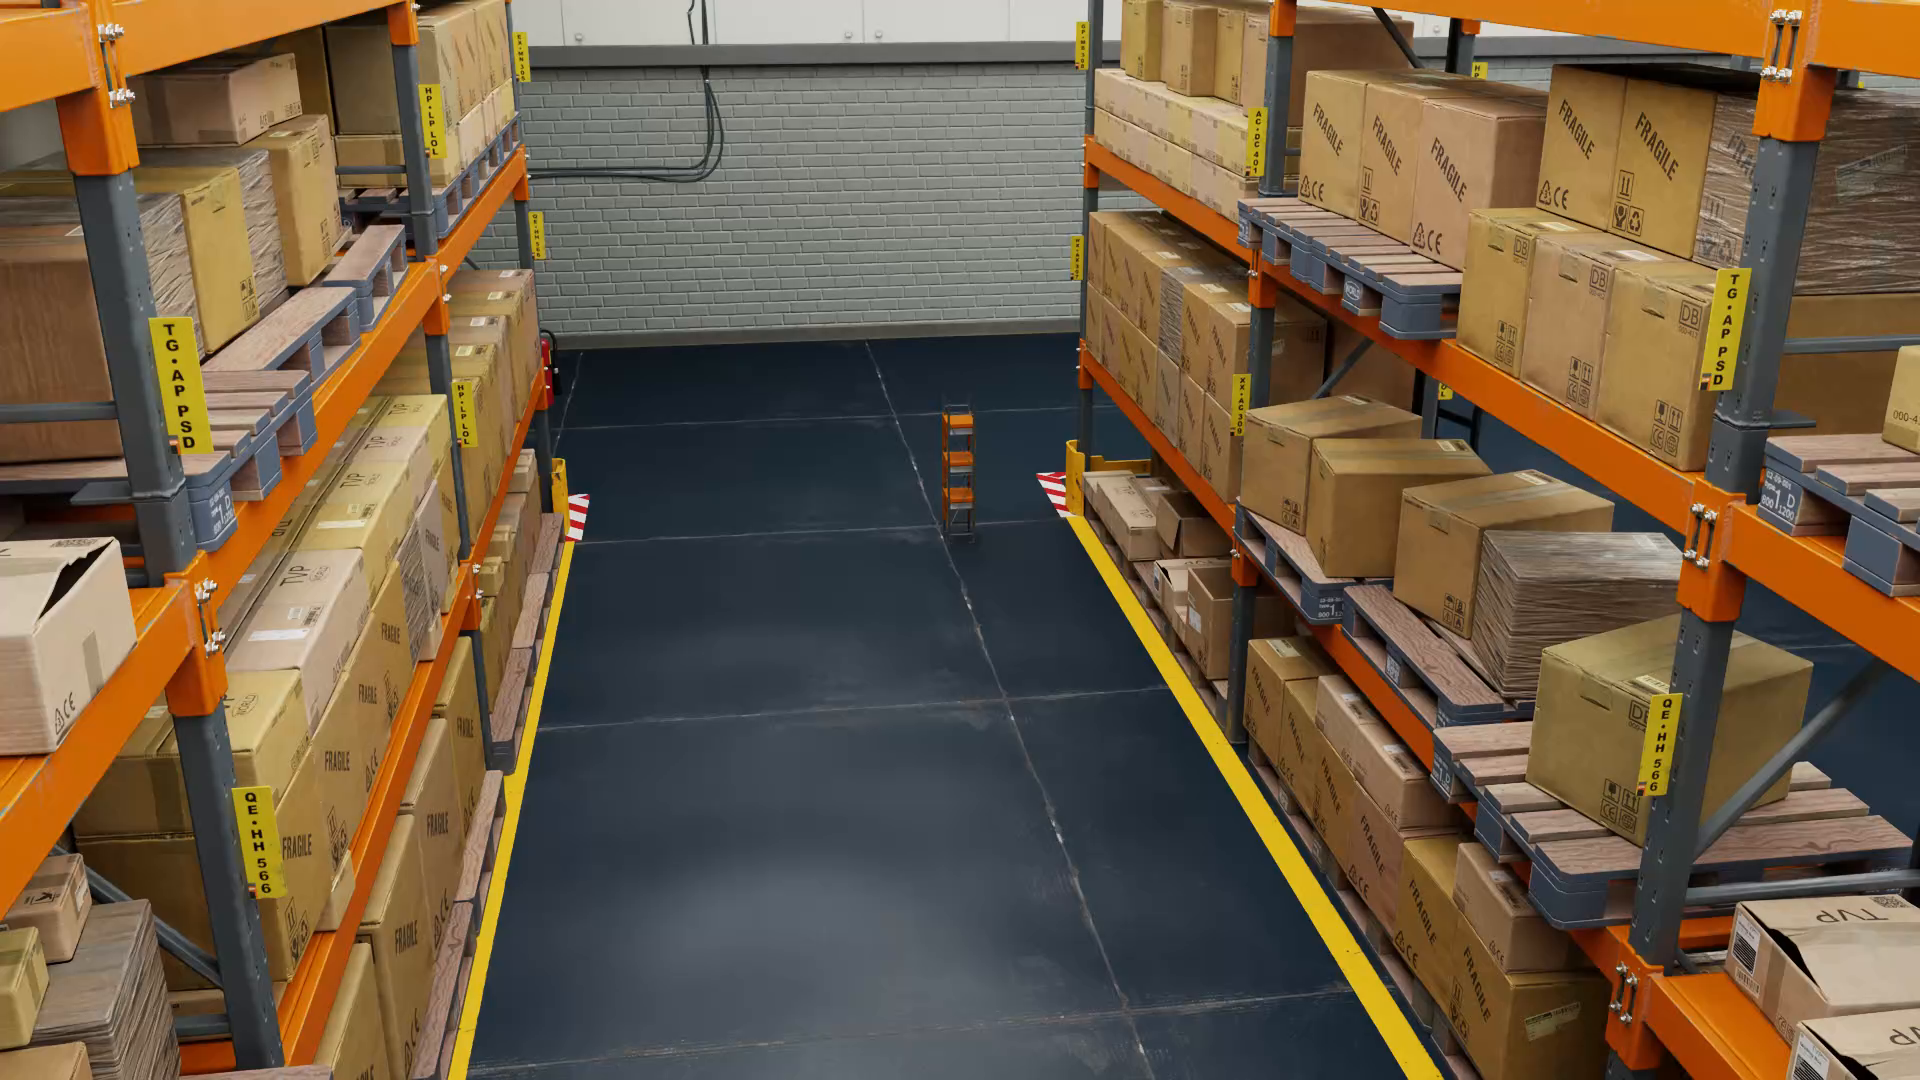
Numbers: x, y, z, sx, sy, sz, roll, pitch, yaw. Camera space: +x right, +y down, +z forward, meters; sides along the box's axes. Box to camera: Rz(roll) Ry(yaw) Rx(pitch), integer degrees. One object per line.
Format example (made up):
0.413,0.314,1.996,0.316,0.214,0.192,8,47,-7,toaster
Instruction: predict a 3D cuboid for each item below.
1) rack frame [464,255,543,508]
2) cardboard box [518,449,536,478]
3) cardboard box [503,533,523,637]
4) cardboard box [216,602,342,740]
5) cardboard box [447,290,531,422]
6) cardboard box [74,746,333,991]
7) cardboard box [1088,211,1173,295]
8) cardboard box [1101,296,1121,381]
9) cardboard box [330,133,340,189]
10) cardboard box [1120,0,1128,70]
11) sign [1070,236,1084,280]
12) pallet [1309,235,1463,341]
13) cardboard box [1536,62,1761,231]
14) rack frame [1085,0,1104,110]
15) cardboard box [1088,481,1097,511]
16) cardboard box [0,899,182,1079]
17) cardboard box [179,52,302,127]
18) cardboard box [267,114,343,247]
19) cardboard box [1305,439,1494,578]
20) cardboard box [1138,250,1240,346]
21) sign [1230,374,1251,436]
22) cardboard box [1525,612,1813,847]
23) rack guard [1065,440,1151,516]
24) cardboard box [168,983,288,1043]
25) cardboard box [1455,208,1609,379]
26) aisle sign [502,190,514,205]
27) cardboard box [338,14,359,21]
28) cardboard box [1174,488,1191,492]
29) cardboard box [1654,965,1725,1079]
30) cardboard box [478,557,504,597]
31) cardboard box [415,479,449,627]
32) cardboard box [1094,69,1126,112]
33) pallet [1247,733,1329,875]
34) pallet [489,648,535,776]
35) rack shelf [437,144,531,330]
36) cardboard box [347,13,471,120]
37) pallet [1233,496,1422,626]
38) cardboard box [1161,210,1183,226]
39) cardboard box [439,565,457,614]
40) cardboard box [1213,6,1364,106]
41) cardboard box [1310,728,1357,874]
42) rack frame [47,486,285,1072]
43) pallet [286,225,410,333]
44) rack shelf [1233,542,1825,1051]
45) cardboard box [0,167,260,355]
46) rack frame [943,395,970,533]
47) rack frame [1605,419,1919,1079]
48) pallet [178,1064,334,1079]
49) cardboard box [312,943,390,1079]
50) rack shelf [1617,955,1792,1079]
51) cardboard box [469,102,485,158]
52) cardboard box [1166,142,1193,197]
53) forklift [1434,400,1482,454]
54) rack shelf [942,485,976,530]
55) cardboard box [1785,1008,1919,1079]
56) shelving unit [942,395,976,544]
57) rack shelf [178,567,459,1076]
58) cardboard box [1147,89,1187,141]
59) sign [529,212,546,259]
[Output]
-3.495,-1.451,11.814,0.949,2.616,0.053,-3,21,-8,rack frame
-3.099,-0.508,11.334,0.380,0.149,0.250,-3,21,-8,cardboard box
-3.069,0.292,10.119,0.700,0.500,0.500,-2,21,-6,cardboard box
-2.233,0.416,5.147,0.500,0.250,0.500,-3,21,-9,cardboard box
-3.299,-1.164,10.617,0.980,0.700,0.700,-3,21,-8,cardboard box
-2.162,0.942,4.810,0.500,0.500,0.500,-2,21,-6,cardboard box
1.206,-2.050,11.847,0.500,0.500,0.500,-2,21,-6,cardboard box
1.286,-1.404,11.544,0.500,0.500,0.500,-3,21,-8,cardboard box
-3.252,-1.870,8.119,0.500,0.250,0.500,-3,21,-7,cardboard box
1.494,-3.445,11.295,0.700,0.500,0.500,-3,21,-8,cardboard box
0.866,-2.080,12.261,0.100,0.325,0.005,-3,21,-8,sign
2.157,-1.046,6.711,1.213,0.211,1.003,-3,21,-8,pallet
2.353,-1.357,5.704,0.500,0.500,0.500,-3,21,-8,cardboard box
1.403,-4.512,11.436,1.000,3.000,0.127,-3,21,-8,rack frame
1.160,-0.332,12.239,0.380,0.166,0.250,-3,21,-8,cardboard box
-2.267,1.228,3.869,0.700,0.500,0.500,-5,21,-14,cardboard box
-2.924,-1.764,6.522,0.500,0.250,0.500,-1,21,-4,cardboard box
-2.903,-1.414,6.656,0.700,0.500,0.500,-4,21,-11,cardboard box
1.989,-0.151,7.589,0.700,0.500,0.500,0,20,1,cardboard box
1.431,-1.520,10.428,0.500,0.500,0.500,-3,21,-8,cardboard box
1.444,-0.693,8.546,0.100,0.325,0.005,-3,21,-8,sign
2.354,0.612,5.548,0.700,0.500,0.500,-10,23,-26,cardboard box
1.414,-0.505,12.853,1.175,0.500,0.348,-3,21,-8,rack guard
-2.163,1.302,4.775,0.380,0.149,0.250,-3,21,-9,cardboard box
2.312,-0.890,5.882,0.910,0.500,0.500,-3,21,-8,cardboard box
-3.211,-2.709,11.466,0.394,0.787,0.004,-3,21,-8,aisle sign
-3.328,-2.405,8.480,0.500,0.500,0.500,-4,21,-10,cardboard box
1.695,-0.260,12.047,0.380,0.166,0.250,-3,21,-8,cardboard box
2.774,1.861,5.891,0.500,0.500,0.500,-2,21,-5,cardboard box
-2.797,0.213,9.405,0.380,0.149,0.250,-2,21,-6,cardboard box
-2.522,0.062,7.167,0.500,0.500,0.500,-3,21,-7,cardboard box
1.220,-3.080,11.389,0.500,0.250,0.500,-3,21,-8,cardboard box
2.135,1.269,8.517,1.003,0.211,1.213,-3,21,-8,pallet
-2.954,0.973,9.309,1.003,0.211,1.213,-3,21,-8,pallet
-3.210,-1.827,9.561,1.077,0.370,4.000,-3,21,-8,rack shelf
-2.827,-2.434,8.559,0.500,0.500,0.500,-3,21,-9,cardboard box
1.987,0.055,8.056,1.003,0.211,1.213,-3,21,-8,pallet
1.740,-2.077,11.918,0.500,0.500,0.500,-3,21,-8,cardboard box
-2.533,0.231,7.640,0.380,0.149,0.250,-3,21,-7,cardboard box
1.862,-2.757,9.452,0.700,0.500,0.500,-3,21,-8,cardboard box
1.961,1.185,7.700,0.500,0.500,0.500,-3,21,-7,cardboard box
-2.345,1.319,4.398,1.000,3.000,0.127,-3,21,-8,rack frame
-2.740,-1.067,6.771,0.805,0.209,1.217,-4,21,-10,pallet
2.268,0.712,7.050,1.077,0.370,4.000,-3,21,-8,rack shelf
-2.667,-0.877,5.219,0.700,0.500,0.500,-2,21,-5,cardboard box
-0.025,-0.553,12.195,0.200,1.050,0.008,-3,21,-8,rack frame
2.557,1.068,5.070,1.000,3.000,0.127,-3,21,-8,rack frame
-2.137,1.650,3.785,1.213,0.211,1.003,-3,21,-8,pallet
-2.321,1.868,5.400,0.750,0.750,0.750,-3,21,-8,cardboard box
2.845,2.097,3.342,1.077,0.370,4.000,-3,21,-8,rack shelf
-2.901,-2.251,9.141,0.500,0.250,0.500,-3,21,-9,cardboard box
1.505,-2.153,9.622,0.500,0.250,0.500,-3,21,-8,cardboard box
3.271,-1.532,12.129,1.130,2.935,3.031,-9,22,-23,forklift
-0.008,-0.240,12.183,0.215,0.259,0.240,-3,21,-8,rack shelf
2.494,1.429,4.230,0.500,0.311,0.500,-3,21,-8,cardboard box
-0.008,-0.510,12.082,0.215,1.050,0.252,-3,21,-8,shelving unit
-2.633,0.872,6.343,0.919,0.124,3.809,-3,21,-8,rack shelf
1.431,-2.561,9.998,0.500,0.250,0.500,-3,21,-8,cardboard box
-2.959,-2.127,11.630,0.100,0.325,0.005,-3,21,-8,sign
